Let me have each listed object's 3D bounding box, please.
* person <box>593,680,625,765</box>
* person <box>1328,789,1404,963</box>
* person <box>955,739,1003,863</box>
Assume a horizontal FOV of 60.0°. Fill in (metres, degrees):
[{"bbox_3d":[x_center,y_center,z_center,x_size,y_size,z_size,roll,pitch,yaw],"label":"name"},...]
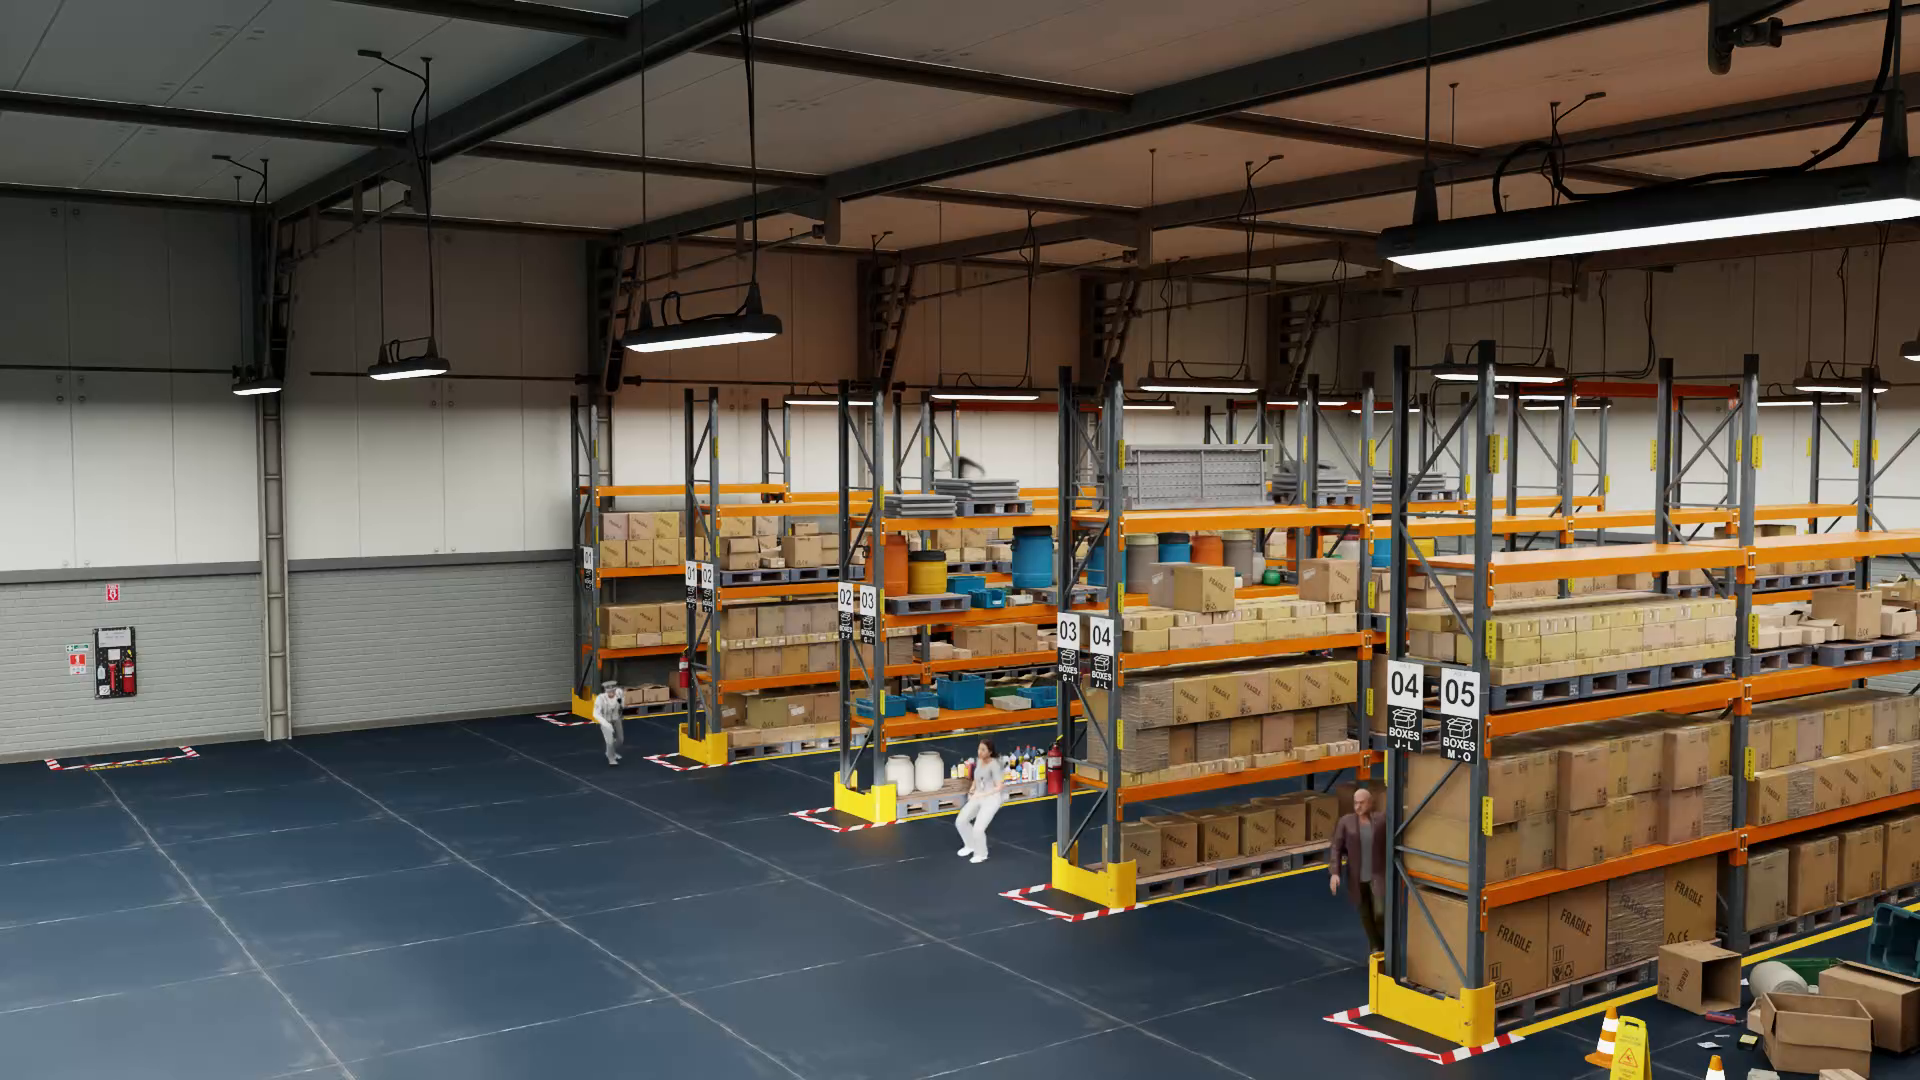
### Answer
[{"bbox_3d":[-5.558,2.884,26.359,0.605,1.399,0.934,-2,4,-32],"label":"person"},{"bbox_3d":[4.004,3.308,16.374,0.703,1.748,0.617,1,4,22],"label":"person"},{"bbox_3d":[0.218,3.172,20.183,0.766,1.567,0.576,3,5,44],"label":"person"}]
